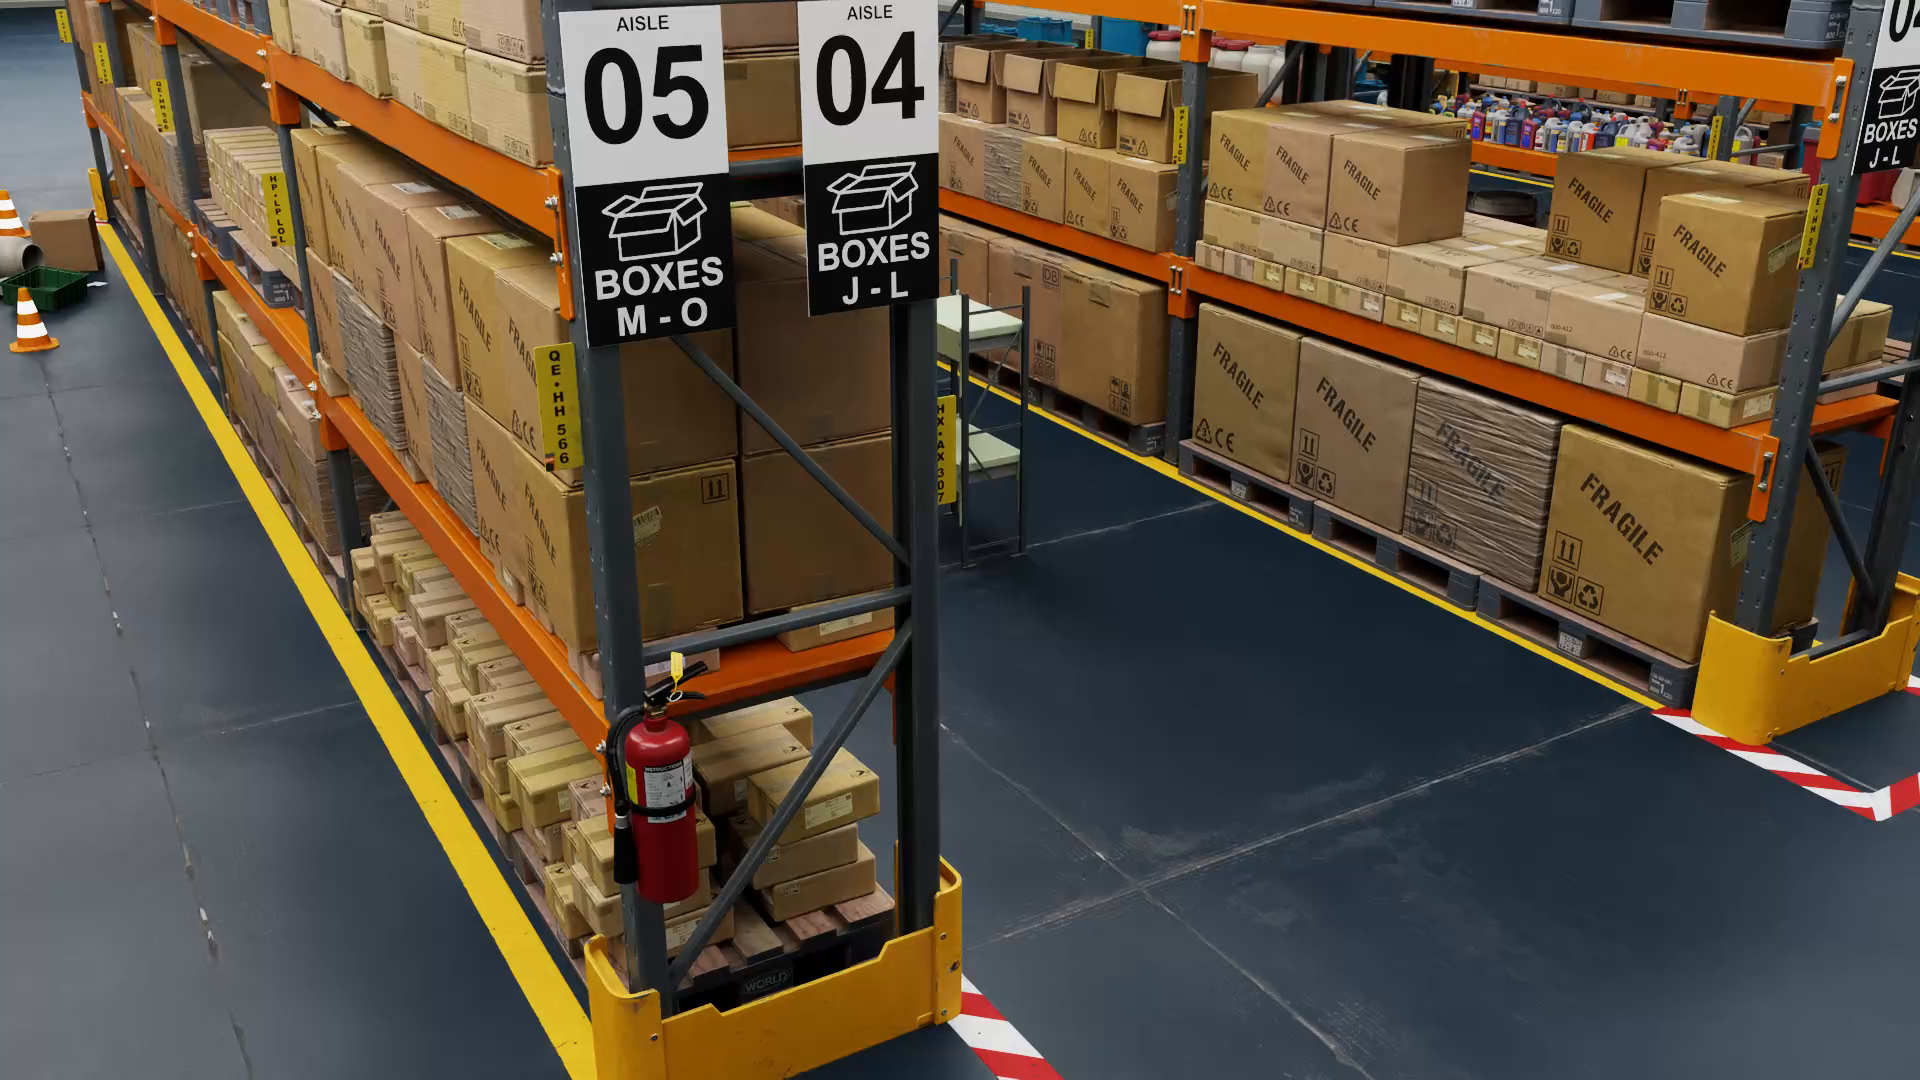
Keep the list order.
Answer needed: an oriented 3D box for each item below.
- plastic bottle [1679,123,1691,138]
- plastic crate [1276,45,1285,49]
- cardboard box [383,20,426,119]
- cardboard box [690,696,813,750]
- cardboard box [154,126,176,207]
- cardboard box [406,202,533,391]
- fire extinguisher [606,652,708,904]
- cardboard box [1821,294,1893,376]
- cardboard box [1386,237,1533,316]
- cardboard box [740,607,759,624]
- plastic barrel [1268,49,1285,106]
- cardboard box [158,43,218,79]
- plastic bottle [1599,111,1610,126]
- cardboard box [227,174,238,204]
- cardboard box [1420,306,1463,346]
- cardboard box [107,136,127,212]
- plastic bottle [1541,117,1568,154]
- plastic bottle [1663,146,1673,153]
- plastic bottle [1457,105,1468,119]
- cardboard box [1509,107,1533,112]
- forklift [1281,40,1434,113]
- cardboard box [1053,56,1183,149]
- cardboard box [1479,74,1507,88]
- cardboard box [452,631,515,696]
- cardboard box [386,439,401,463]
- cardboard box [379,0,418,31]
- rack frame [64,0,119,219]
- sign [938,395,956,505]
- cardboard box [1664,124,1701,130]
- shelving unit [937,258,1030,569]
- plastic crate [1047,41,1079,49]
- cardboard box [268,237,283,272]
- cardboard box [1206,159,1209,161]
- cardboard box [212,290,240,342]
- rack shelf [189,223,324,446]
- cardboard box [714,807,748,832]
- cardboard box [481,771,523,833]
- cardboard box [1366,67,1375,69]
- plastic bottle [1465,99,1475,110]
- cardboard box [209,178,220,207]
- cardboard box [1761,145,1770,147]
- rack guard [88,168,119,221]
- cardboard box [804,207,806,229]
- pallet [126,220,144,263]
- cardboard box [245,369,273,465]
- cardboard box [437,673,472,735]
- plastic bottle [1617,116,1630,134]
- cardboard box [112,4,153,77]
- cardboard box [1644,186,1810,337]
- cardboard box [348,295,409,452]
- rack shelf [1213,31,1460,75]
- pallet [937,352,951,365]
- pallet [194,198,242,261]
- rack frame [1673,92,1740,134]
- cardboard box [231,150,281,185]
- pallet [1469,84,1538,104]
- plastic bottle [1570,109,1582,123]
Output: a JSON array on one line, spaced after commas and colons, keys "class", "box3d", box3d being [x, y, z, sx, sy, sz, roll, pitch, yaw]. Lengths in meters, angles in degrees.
[{"class": "plastic bottle", "box3d": [5.877, -3.244, 13.480, 0.097, 0.271, 0.097, 0, 22, 0]}, {"class": "plastic crate", "box3d": [3.403, -4.826, 17.115, 0.402, 0.464, 0.583, -13, 25, -28]}, {"class": "cardboard box", "box3d": [-1.491, -1.494, 5.218, 0.500, 0.250, 0.500, -11, 25, -26]}, {"class": "cardboard box", "box3d": [-0.760, 0.693, 6.061, 0.380, 0.149, 0.250, -13, 25, -28]}, {"class": "cardboard box", "box3d": [-5.323, -2.642, 11.696, 0.500, 0.500, 0.500, -13, 25, -28]}, {"class": "cardboard box", "box3d": [-1.502, -0.829, 5.511, 0.500, 0.500, 0.500, -11, 25, -26]}, {"class": "fire extinguisher", "box3d": [-0.790, 0.629, 4.379, 0.296, 0.674, 0.183, -13, 25, -28]}, {"class": "cardboard box", "box3d": [3.781, -0.947, 7.462, 0.500, 0.250, 0.500, -13, 26, -30]}, {"class": "cardboard box", "box3d": [2.530, -1.343, 8.435, 0.500, 0.250, 0.500, -13, 25, -28]}, {"class": "cardboard box", "box3d": [-0.571, 0.124, 5.357, 0.380, 0.149, 0.250, -12, 25, -26]}, {"class": "plastic barrel", "box3d": [3.256, -4.558, 16.393, 0.421, 0.512, 0.421, 0, 22, 0]}, {"class": "cardboard box", "box3d": [-5.353, -3.326, 12.050, 0.700, 0.500, 0.500, -13, 26, -29]}, {"class": "plastic bottle", "box3d": [5.472, -3.500, 14.110, 0.097, 0.271, 0.097, 0, 22, 0]}, {"class": "cardboard box", "box3d": [-4.126, -2.106, 9.890, 0.380, 0.149, 0.250, -12, 25, -28]}, {"class": "cardboard box", "box3d": [2.548, -1.102, 8.373, 0.380, 0.149, 0.250, -12, 25, -27]}, {"class": "cardboard box", "box3d": [-8.292, -3.933, 17.268, 0.875, 0.875, 0.875, -12, 25, -28]}, {"class": "plastic bottle", "box3d": [4.898, -3.327, 13.678, 0.152, 0.276, 0.135, -13, 25, -28]}, {"class": "plastic bottle", "box3d": [5.446, -2.925, 12.787, 0.097, 0.201, 0.097, 0, 22, 0]}, {"class": "plastic bottle", "box3d": [4.366, -3.642, 14.458, 0.097, 0.271, 0.097, 0, 22, 0]}, {"class": "cardboard box", "box3d": [6.696, -5.129, 20.295, 0.500, 0.311, 0.500, -14, 26, -30]}, {"class": "forklift", "box3d": [2.816, -3.019, 12.846, 1.130, 2.935, 3.031, -8, 24, -19]}, {"class": "cardboard box", "box3d": [1.076, -2.907, 11.015, 0.797, 0.503, 0.637, -12, 25, -28]}, {"class": "cardboard box", "box3d": [8.672, -7.426, 26.585, 0.500, 0.311, 0.500, -16, 27, -34]}, {"class": "cardboard box", "box3d": [-1.791, 0.468, 6.616, 0.380, 0.149, 0.250, -12, 25, -28]}, {"class": "cardboard box", "box3d": [-2.118, -0.445, 6.757, 0.380, 0.149, 0.250, -12, 25, -27]}, {"class": "cardboard box", "box3d": [-1.498, -1.734, 5.145, 0.500, 0.250, 0.500, -12, 25, -27]}, {"class": "rack frame", "box3d": [-8.695, -4.930, 17.456, 1.000, 3.000, 0.127, -13, 25, -28]}, {"class": "sign", "box3d": [-0.056, -0.256, 4.807, 0.100, 0.325, 0.005, -13, 25, -28]}, {"class": "cardboard box", "box3d": [8.210, -4.572, 18.926, 0.500, 0.311, 0.500, -12, 25, -26]}, {"class": "shelving unit", "box3d": [-0.003, -0.697, 9.034, 0.431, 1.500, 0.755, -13, 25, -28]}, {"class": "plastic crate", "box3d": [1.123, -5.746, 19.662, 0.499, 0.251, 0.616, -13, 25, -28]}, {"class": "cardboard box", "box3d": [-3.472, -1.549, 8.915, 0.380, 0.149, 0.250, -14, 26, -30]}, {"class": "cardboard box", "box3d": [1.730, -2.210, 10.632, 0.500, 0.500, 0.500, -13, 25, -28]}, {"class": "cardboard box", "box3d": [-4.464, -1.454, 10.672, 0.500, 0.250, 0.500, -14, 26, -31]}, {"class": "rack shelf", "box3d": [-3.587, -1.359, 9.628, 1.077, 0.370, 4.000, -13, 25, -28]}, {"class": "cardboard box", "box3d": [-0.660, 0.920, 5.899, 0.380, 0.149, 0.250, -13, 25, -28]}, {"class": "cardboard box", "box3d": [-1.571, 0.932, 6.264, 0.380, 0.149, 0.250, -14, 26, -31]}, {"class": "cardboard box", "box3d": [5.253, -6.162, 22.586, 0.500, 0.500, 0.500, -13, 25, -28]}, {"class": "plastic bottle", "box3d": [4.700, -3.957, 15.328, 0.097, 0.201, 0.097, 0, 22, 0]}, {"class": "cardboard box", "box3d": [-4.553, -2.234, 10.601, 0.380, 0.149, 0.250, -13, 25, -29]}, {"class": "cardboard box", "box3d": [8.905, -3.954, 17.790, 0.500, 0.500, 0.500, -12, 25, -26]}, {"class": "rack guard", "box3d": [-8.707, -3.779, 17.946, 1.175, 0.500, 0.348, -13, 25, -28]}, {"class": "cardboard box", "box3d": [-0.947, -2.697, 14.699, 0.700, 0.500, 0.500, -15, 27, -33]}, {"class": "pallet", "box3d": [-7.600, -3.000, 16.411, 1.003, 0.211, 1.213, -13, 25, -28]}, {"class": "cardboard box", "box3d": [-3.940, -0.771, 9.987, 0.500, 0.500, 0.500, -13, 26, -30]}, {"class": "cardboard box", "box3d": [-1.859, 0.619, 6.639, 0.380, 0.149, 0.250, -12, 25, -28]}, {"class": "plastic bottle", "box3d": [5.287, -3.218, 13.312, 0.144, 0.351, 0.185, -13, 25, -28]}, {"class": "cardboard box", "box3d": [-6.811, -4.331, 14.349, 0.875, 0.550, 0.550, -13, 25, -28]}, {"class": "cardboard box", "box3d": [3.319, -1.195, 7.075, 0.500, 0.500, 0.500, -12, 25, -28]}, {"class": "cardboard box", "box3d": [-2.044, -0.692, 6.502, 0.500, 0.500, 0.500, -13, 26, -29]}, {"class": "rack shelf", "box3d": [5.161, -6.775, 22.950, 1.077, 0.370, 4.000, -13, 25, -28]}, {"class": "pallet", "box3d": [0.045, -1.700, 13.213, 1.003, 0.211, 1.213, -13, 25, -28]}, {"class": "pallet", "box3d": [-4.153, -2.041, 10.604, 1.213, 0.211, 1.003, -13, 25, -28]}, {"class": "rack frame", "box3d": [8.225, -5.166, 18.036, 1.000, 3.000, 0.127, -13, 25, -28]}, {"class": "cardboard box", "box3d": [-4.003, -2.167, 9.645, 0.380, 0.149, 0.250, -11, 25, -26]}, {"class": "pallet", "box3d": [8.819, -7.123, 26.556, 1.003, 0.211, 1.213, -13, 25, -28]}, {"class": "plastic bottle", "box3d": [5.249, -3.536, 14.197, 0.097, 0.271, 0.097, 0, 22, 0]}]
